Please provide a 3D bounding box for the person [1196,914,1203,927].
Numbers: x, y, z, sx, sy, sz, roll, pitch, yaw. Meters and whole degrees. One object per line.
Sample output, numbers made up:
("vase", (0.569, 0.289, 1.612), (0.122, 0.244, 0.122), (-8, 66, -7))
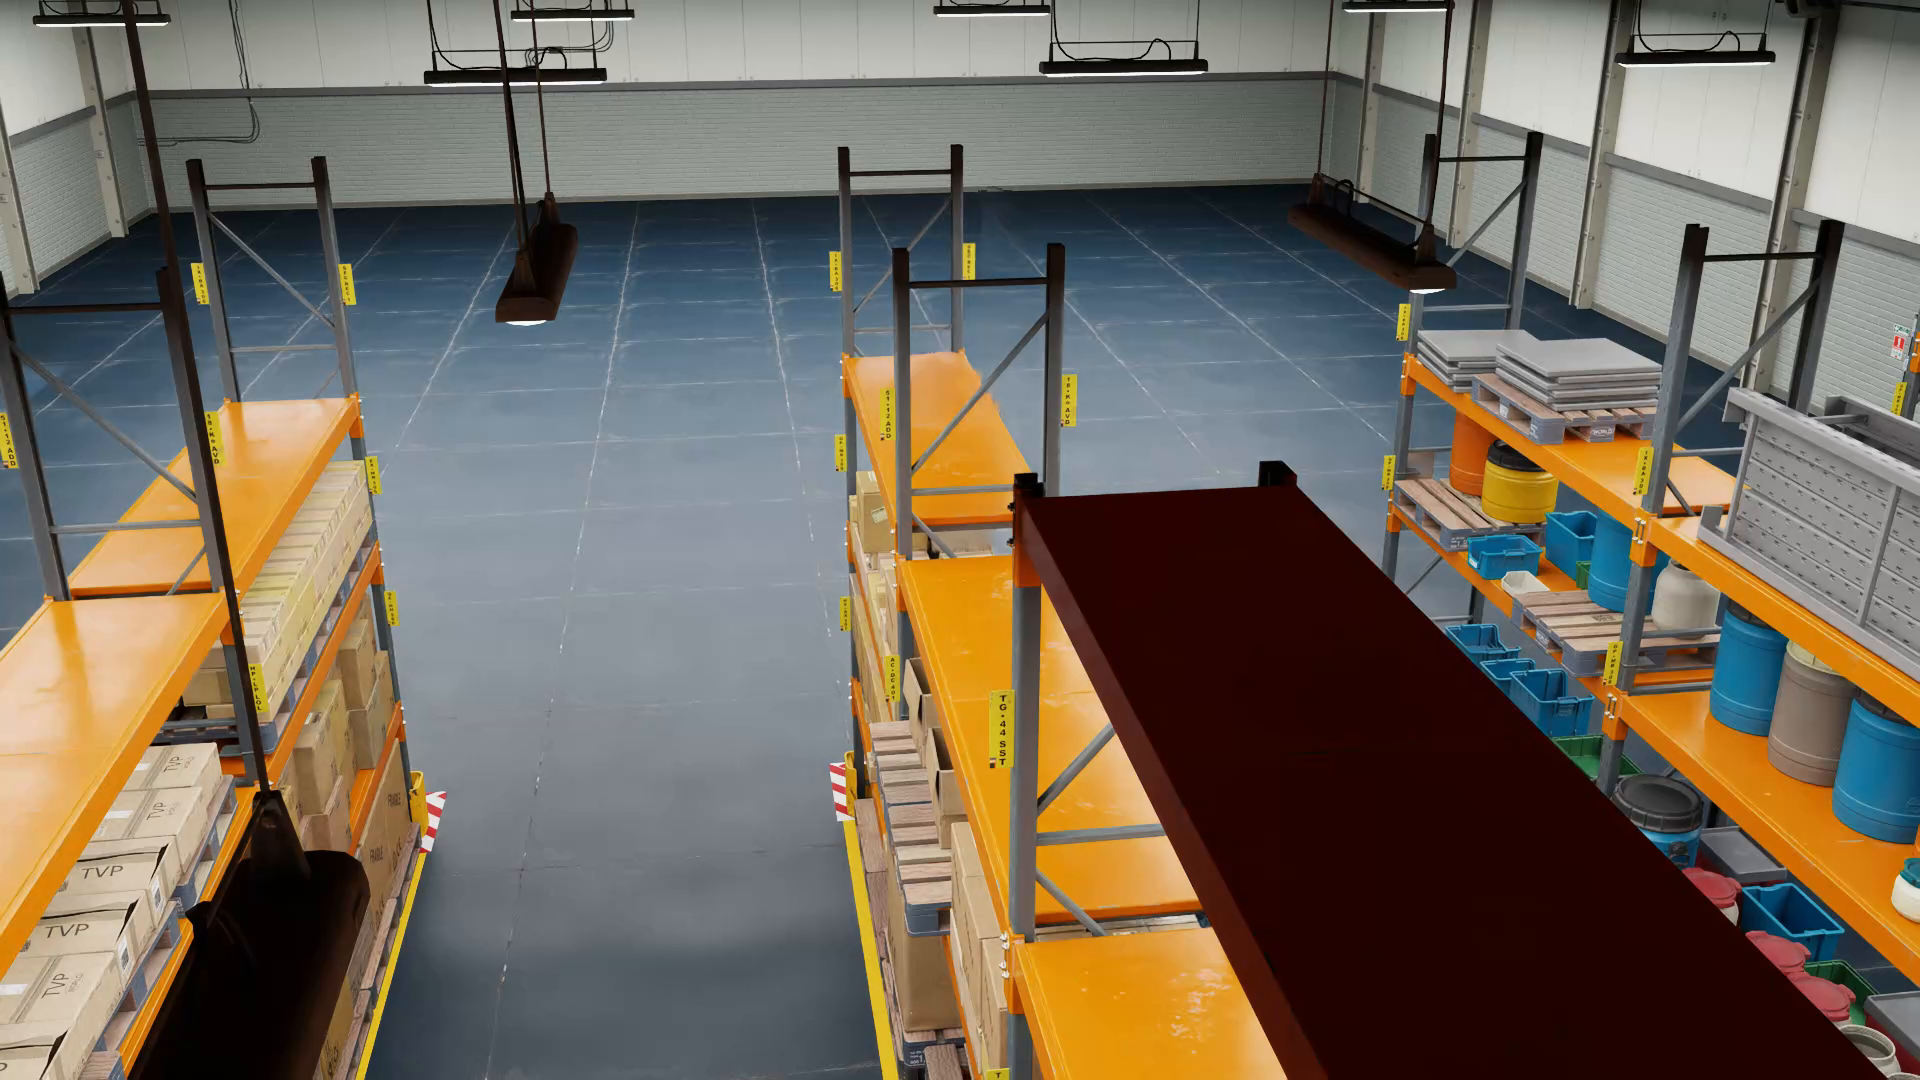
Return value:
("person", (1.979, 2.523, 12.672), (0.565, 1.498, 0.796), (-11, 24, -26))
